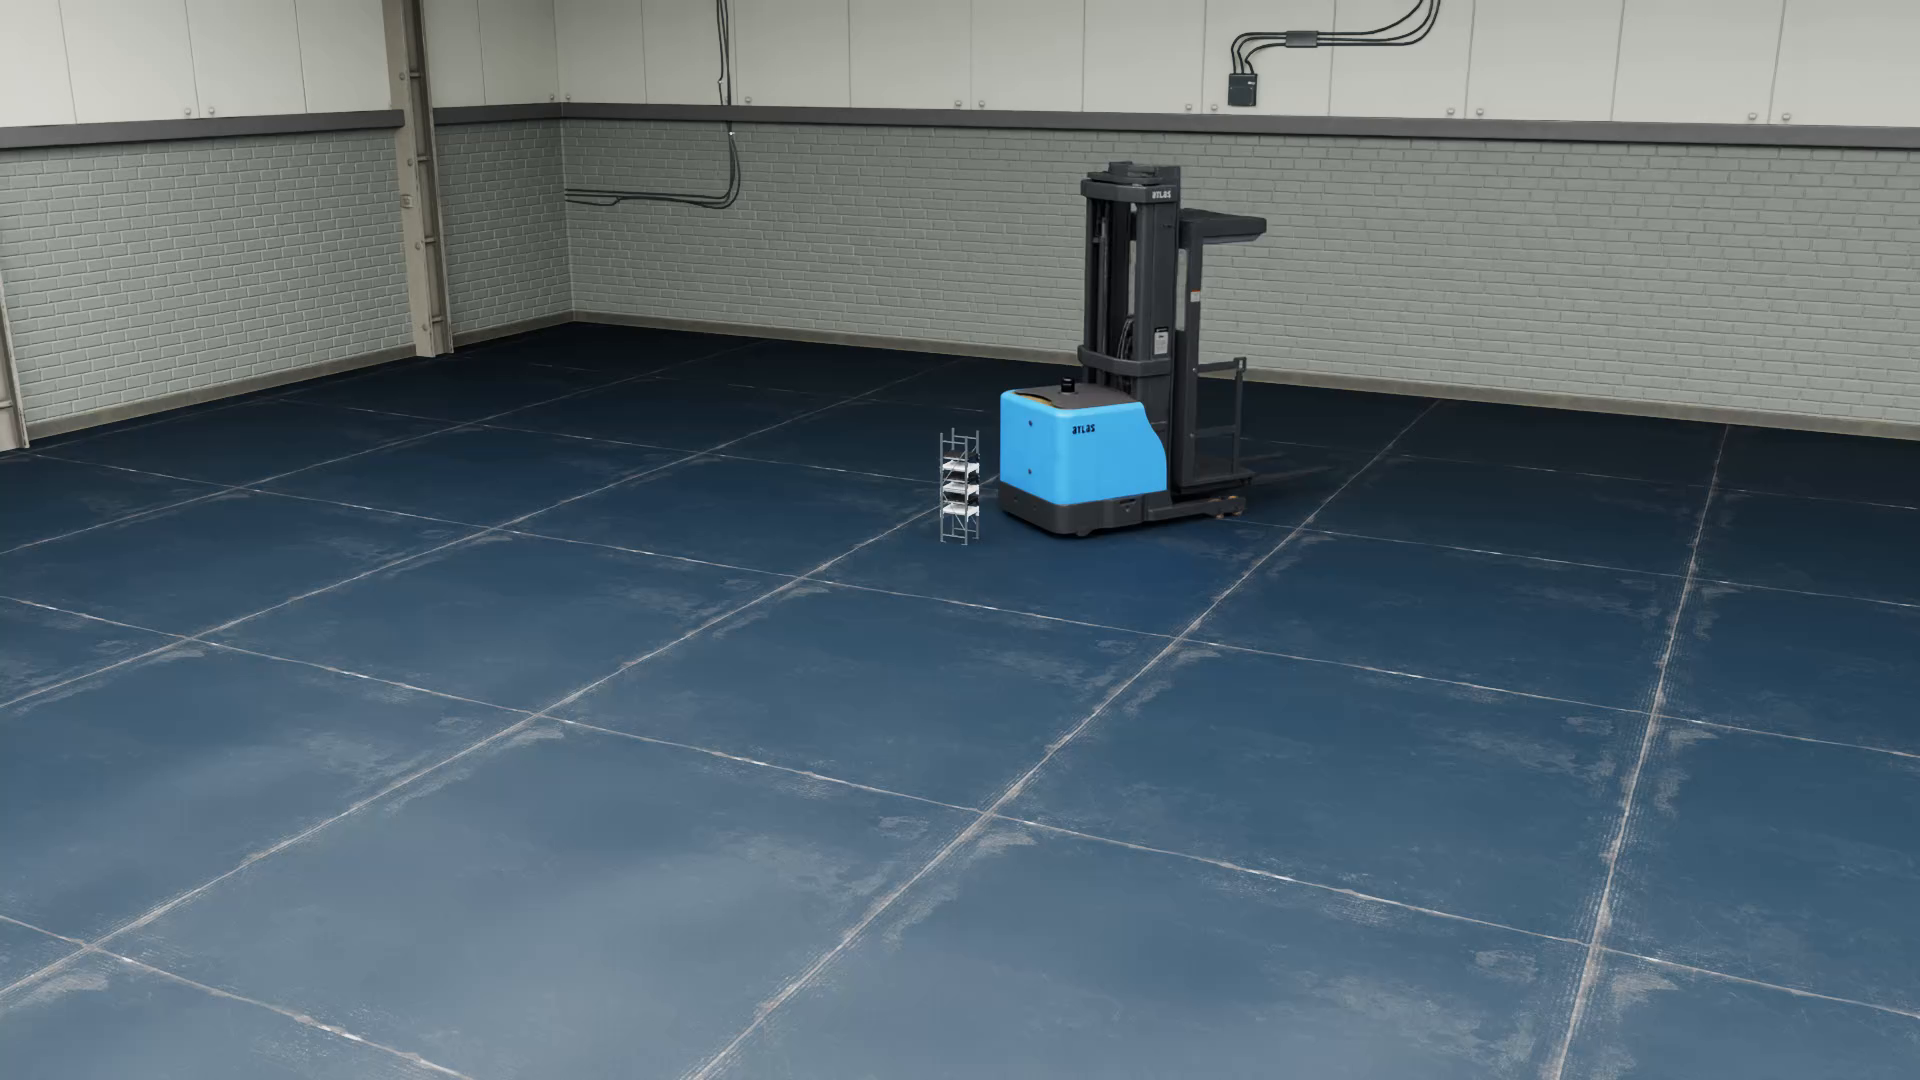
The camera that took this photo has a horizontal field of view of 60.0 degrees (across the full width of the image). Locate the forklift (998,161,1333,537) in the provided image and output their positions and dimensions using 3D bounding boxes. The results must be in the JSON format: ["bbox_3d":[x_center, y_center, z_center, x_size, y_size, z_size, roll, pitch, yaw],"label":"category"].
[{"bbox_3d":[1.867,-1.712,14.140,3.031,2.935,1.130,-9,19,-28],"label":"forklift"}]

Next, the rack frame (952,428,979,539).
[{"bbox_3d":[0.042,-0.455,13.476,0.240,0.900,0.006,8,18,25],"label":"rack frame"}]

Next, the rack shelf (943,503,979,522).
[{"bbox_3d":[-0.004,-0.225,13.450,0.258,0.077,0.200,8,18,25],"label":"rack shelf"}]

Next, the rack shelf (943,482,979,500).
[{"bbox_3d":[-0.004,-0.397,13.399,0.258,0.077,0.200,8,18,25],"label":"rack shelf"}]

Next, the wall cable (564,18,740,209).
[{"bbox_3d":[-4.359,-5.836,22.821,3.097,2.526,0.112,8,18,25],"label":"wall cable"}]

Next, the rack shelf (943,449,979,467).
[{"bbox_3d":[-0.004,-0.656,13.322,0.258,0.077,0.200,8,18,25],"label":"rack shelf"}]

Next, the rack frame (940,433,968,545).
[{"bbox_3d":[-0.049,-0.403,13.302,0.240,0.900,0.006,8,18,25],"label":"rack frame"}]

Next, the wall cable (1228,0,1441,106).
[{"bbox_3d":[4.127,-7.743,17.815,2.305,6.003,0.169,8,18,25],"label":"wall cable"}]

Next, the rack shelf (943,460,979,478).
[{"bbox_3d":[-0.004,-0.570,13.348,0.258,0.077,0.200,8,18,25],"label":"rack shelf"}]

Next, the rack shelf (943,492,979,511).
[{"bbox_3d":[-0.004,-0.311,13.424,0.258,0.077,0.200,8,18,25],"label":"rack shelf"}]

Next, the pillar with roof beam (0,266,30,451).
[{"bbox_3d":[-5.688,-4.666,13.430,9.100,9.000,0.400,8,18,25],"label":"pillar with roof beam"}]

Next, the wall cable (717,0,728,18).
[{"bbox_3d":[-1.939,-7.913,20.944,3.097,2.526,0.112,8,18,25],"label":"wall cable"}]

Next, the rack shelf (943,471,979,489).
[{"bbox_3d":[-0.004,-0.484,13.373,0.258,0.077,0.200,8,18,25],"label":"rack shelf"}]

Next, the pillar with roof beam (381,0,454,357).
[{"bbox_3d":[-3.007,-6.195,18.575,9.100,9.000,0.400,8,18,25],"label":"pillar with roof beam"}]

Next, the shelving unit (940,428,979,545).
[{"bbox_3d":[-0.004,-0.429,13.389,0.258,0.900,0.210,8,18,25],"label":"shelving unit"}]
